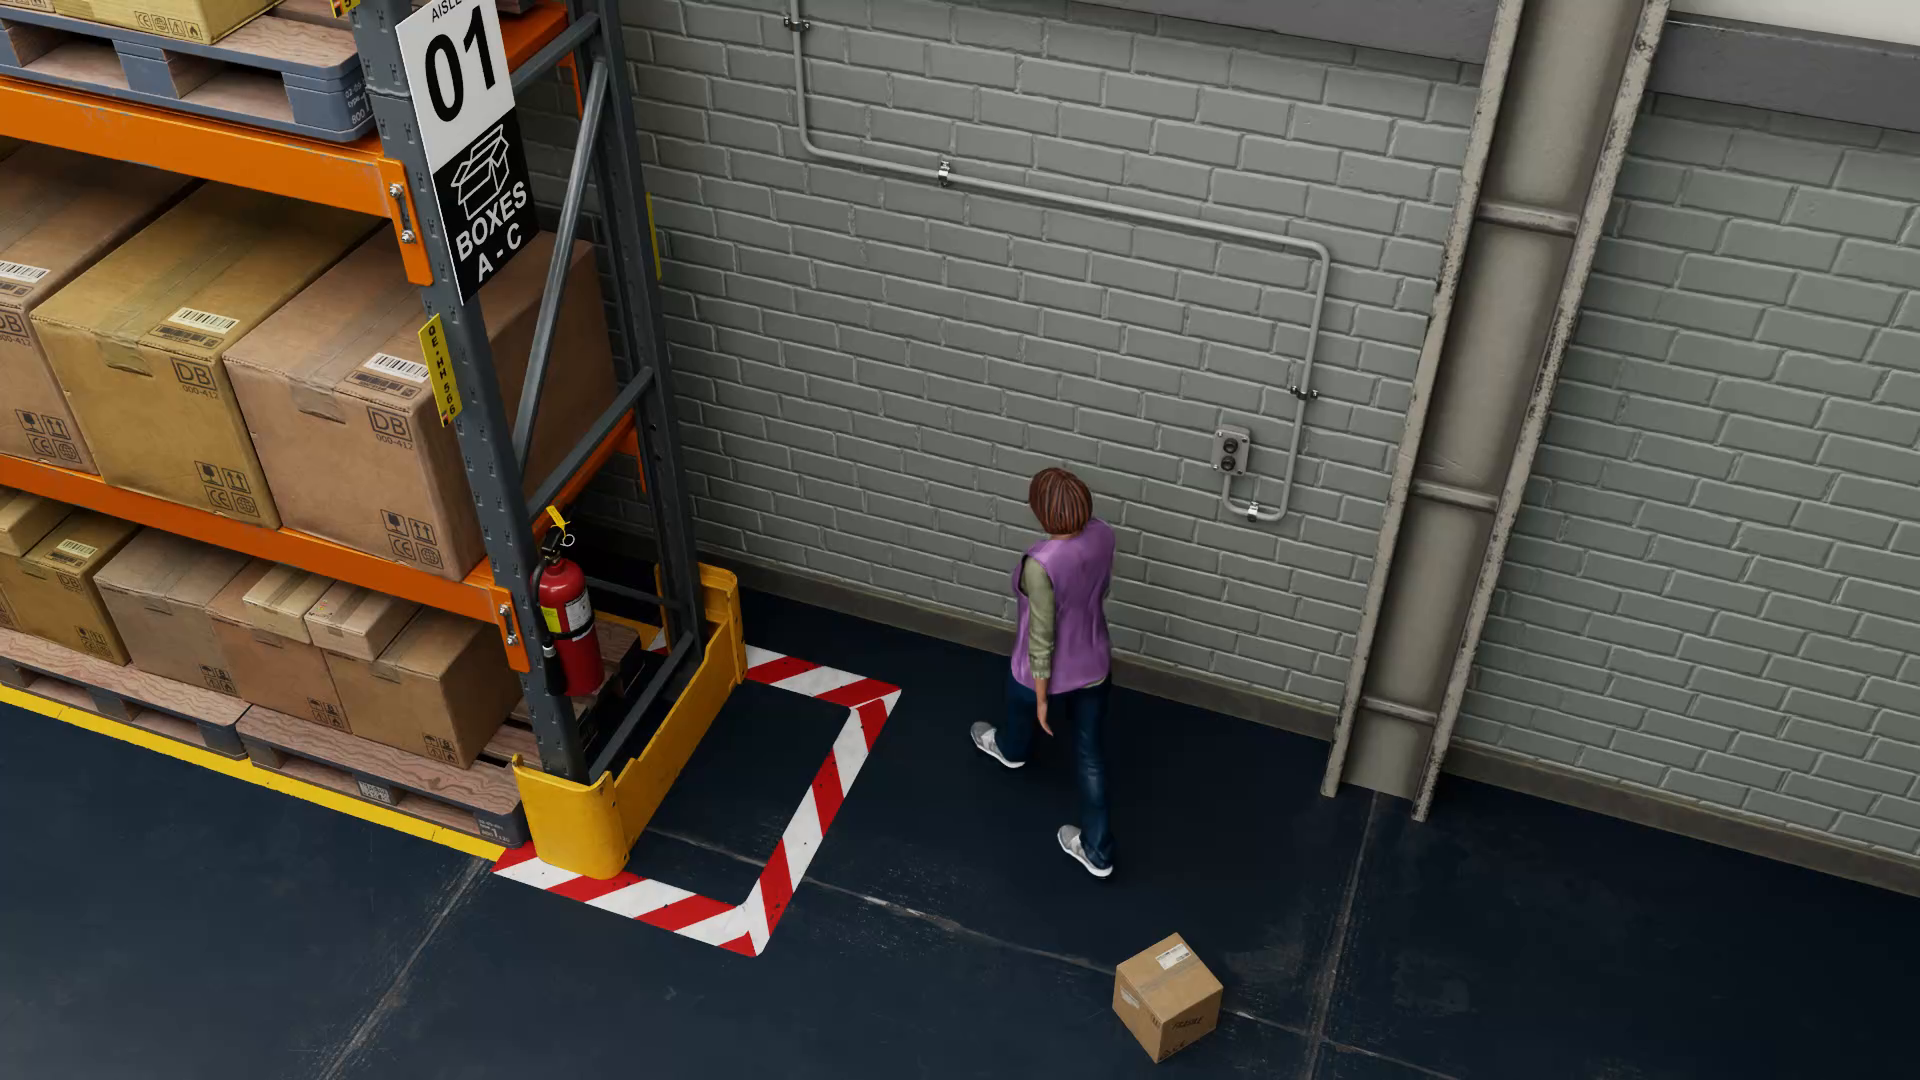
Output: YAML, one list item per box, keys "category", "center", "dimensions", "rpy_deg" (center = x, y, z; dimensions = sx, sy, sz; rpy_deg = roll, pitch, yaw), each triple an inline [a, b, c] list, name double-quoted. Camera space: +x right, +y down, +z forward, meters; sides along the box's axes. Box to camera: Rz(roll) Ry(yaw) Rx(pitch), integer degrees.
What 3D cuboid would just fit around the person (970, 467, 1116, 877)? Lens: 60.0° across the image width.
- category: "person"
  center: [0.357, 0.394, 5.725]
  dimensions: [0.411, 1.539, 0.872]
  rpy_deg: [-18, 45, -19]
